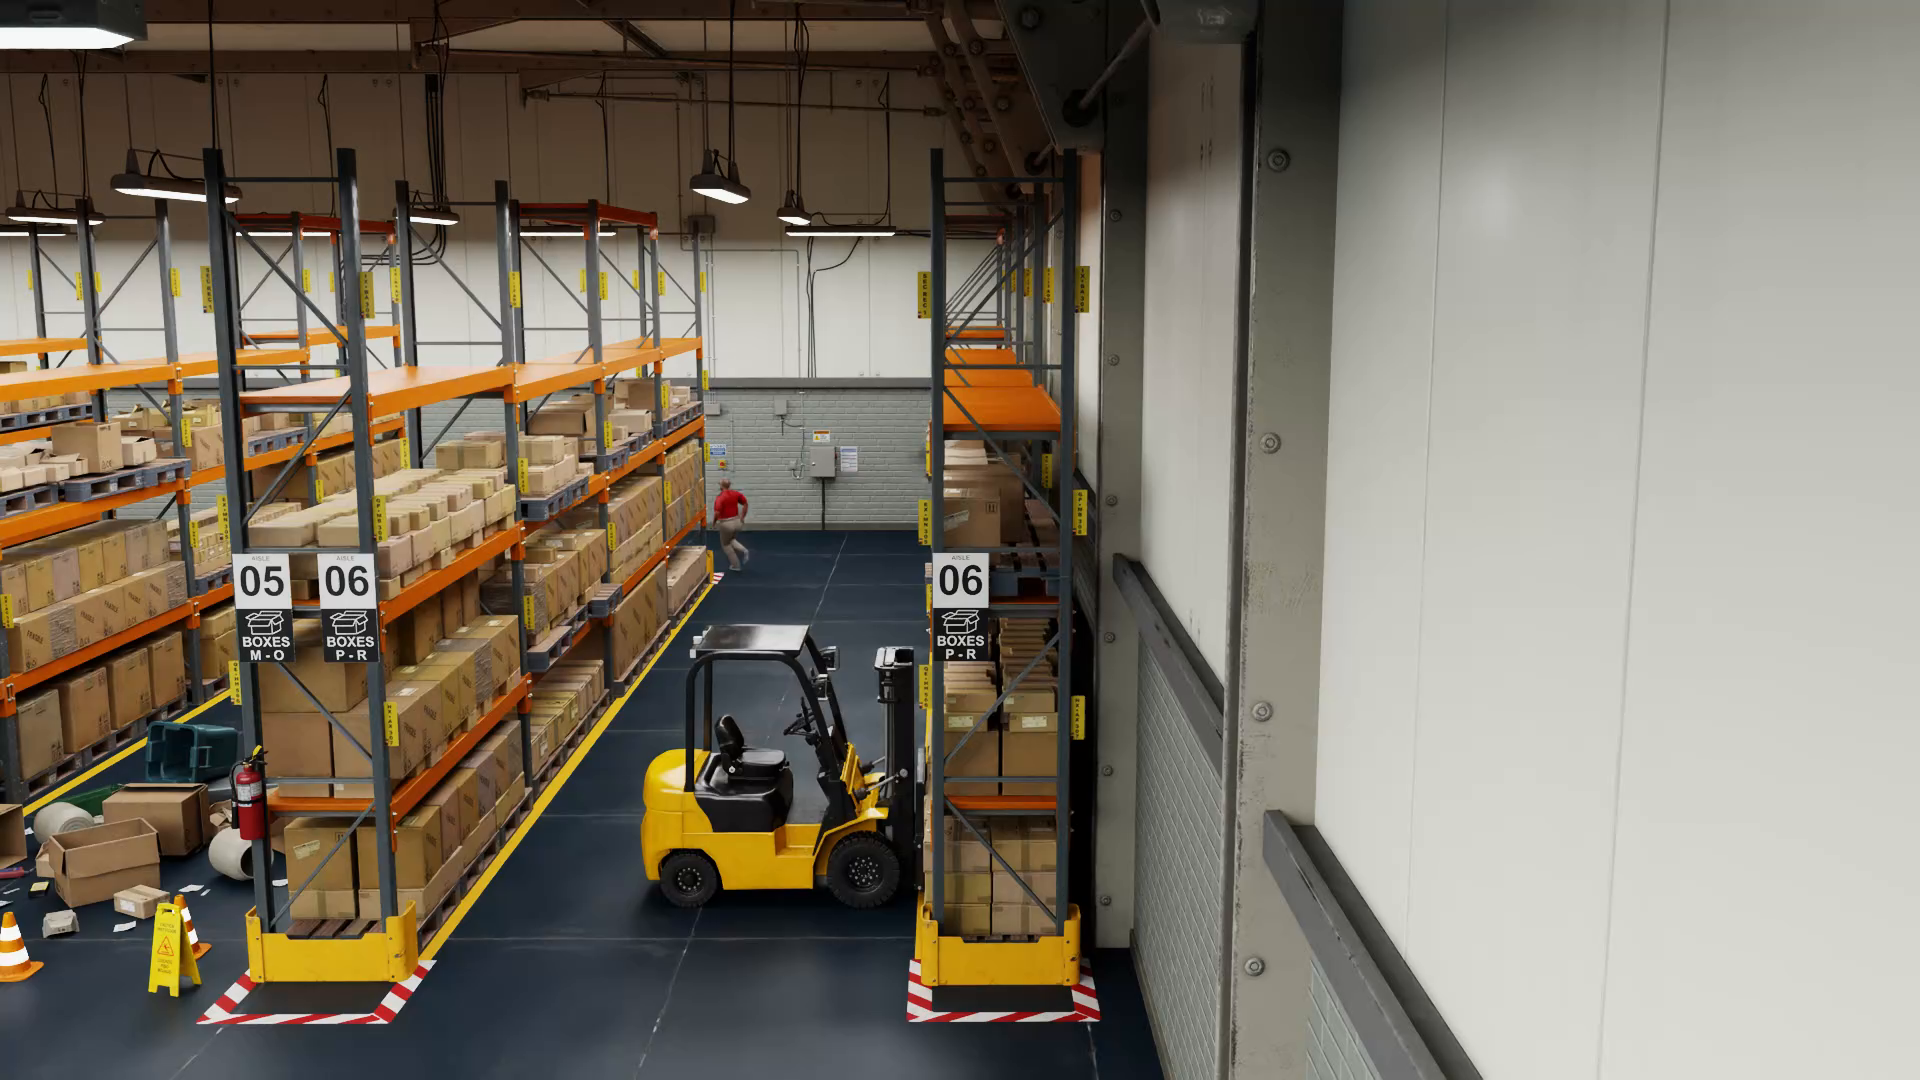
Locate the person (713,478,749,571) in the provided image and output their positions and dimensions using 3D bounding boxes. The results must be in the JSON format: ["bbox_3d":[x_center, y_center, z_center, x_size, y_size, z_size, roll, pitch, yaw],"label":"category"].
[{"bbox_3d":[-4.054,-0.266,28.921,0.542,1.650,0.701,7,12,39],"label":"person"}]
